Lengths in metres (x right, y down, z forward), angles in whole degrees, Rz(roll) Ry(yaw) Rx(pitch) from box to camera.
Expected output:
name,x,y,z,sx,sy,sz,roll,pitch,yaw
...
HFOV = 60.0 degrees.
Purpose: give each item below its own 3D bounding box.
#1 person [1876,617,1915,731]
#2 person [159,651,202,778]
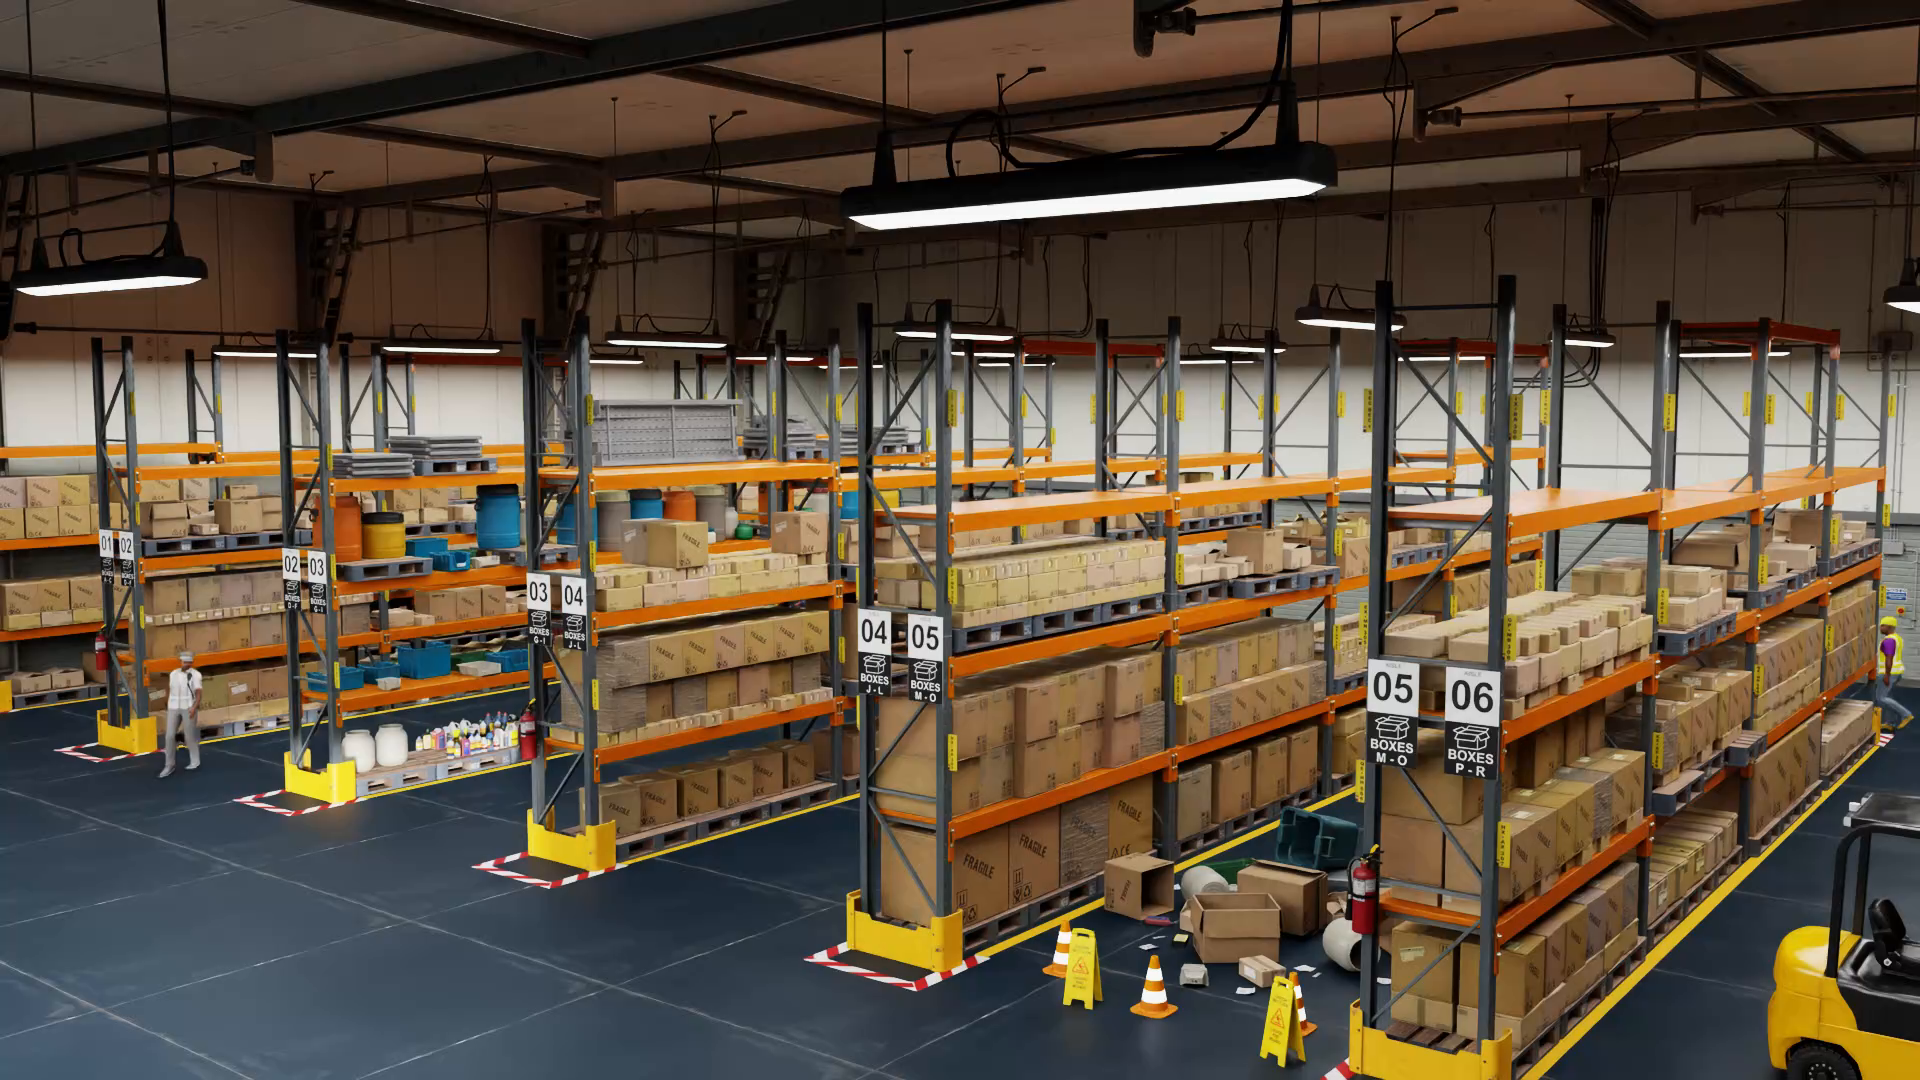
name,x,y,z,sx,sy,sz,roll,pitch,yaw
person,14.356,2.067,25.483,0.590,1.754,0.664,-4,6,-38
person,-10.678,2.374,22.812,0.472,1.667,0.718,-1,5,-7
